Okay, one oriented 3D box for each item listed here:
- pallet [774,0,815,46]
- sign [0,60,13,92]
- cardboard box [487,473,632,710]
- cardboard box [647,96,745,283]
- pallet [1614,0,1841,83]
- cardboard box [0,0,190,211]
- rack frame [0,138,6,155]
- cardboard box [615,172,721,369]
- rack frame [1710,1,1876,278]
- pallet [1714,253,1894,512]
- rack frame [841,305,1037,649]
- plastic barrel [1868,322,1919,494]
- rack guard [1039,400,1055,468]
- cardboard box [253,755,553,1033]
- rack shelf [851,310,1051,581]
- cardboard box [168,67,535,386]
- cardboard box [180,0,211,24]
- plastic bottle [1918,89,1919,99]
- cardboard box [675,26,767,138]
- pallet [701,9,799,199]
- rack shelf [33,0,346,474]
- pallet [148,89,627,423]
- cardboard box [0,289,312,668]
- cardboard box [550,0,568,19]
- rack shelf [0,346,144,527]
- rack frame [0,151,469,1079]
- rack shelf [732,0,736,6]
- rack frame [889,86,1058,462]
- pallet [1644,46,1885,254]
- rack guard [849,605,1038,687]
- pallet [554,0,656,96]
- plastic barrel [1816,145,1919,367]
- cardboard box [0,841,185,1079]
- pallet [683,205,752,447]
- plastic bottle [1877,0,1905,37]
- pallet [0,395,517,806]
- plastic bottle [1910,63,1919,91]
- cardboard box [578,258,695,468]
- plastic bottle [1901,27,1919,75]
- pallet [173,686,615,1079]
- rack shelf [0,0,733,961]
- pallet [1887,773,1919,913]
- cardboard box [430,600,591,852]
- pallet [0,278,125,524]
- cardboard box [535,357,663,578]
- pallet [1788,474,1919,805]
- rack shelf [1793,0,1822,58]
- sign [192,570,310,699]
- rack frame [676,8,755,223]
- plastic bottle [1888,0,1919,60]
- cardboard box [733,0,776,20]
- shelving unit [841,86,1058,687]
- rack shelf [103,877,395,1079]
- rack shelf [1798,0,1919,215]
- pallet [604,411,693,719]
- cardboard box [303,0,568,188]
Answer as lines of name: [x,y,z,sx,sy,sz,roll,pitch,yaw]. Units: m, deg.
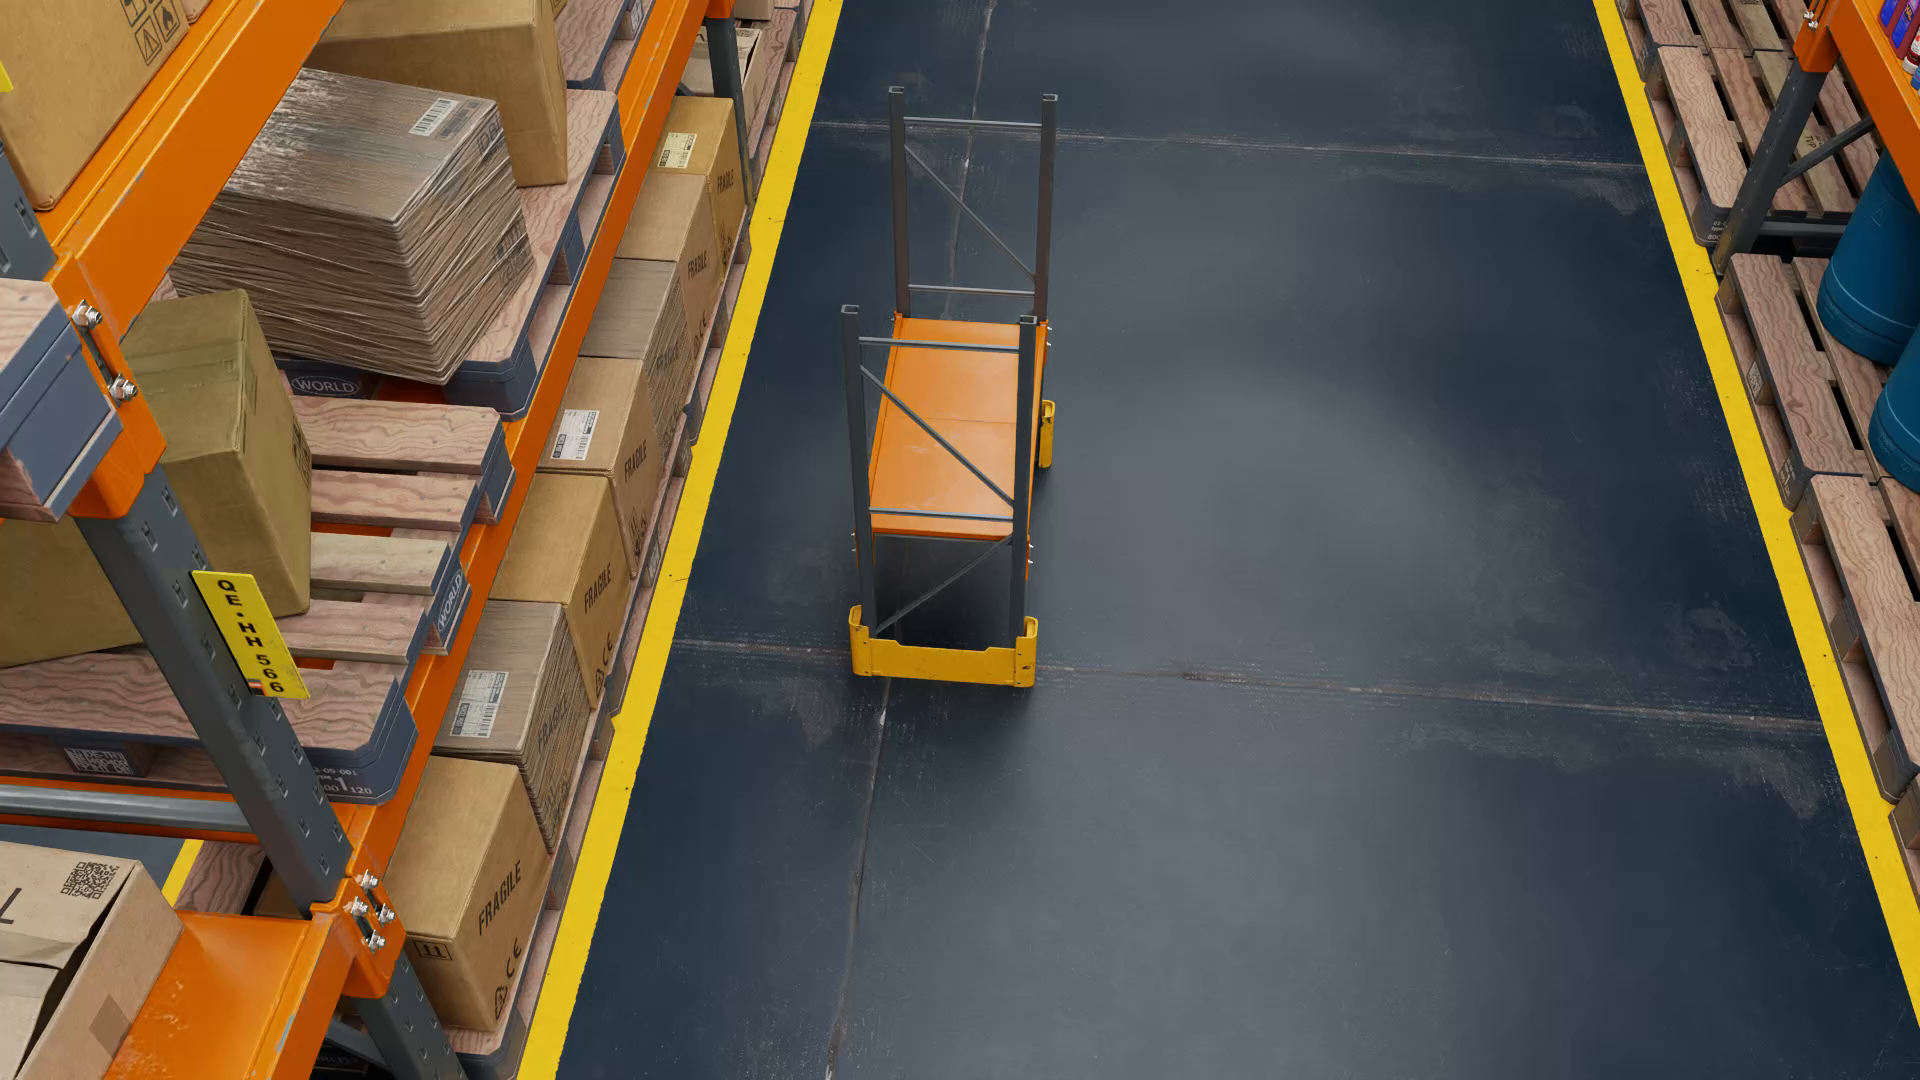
pallet: [-1.199,-2.882,8.243,1.003,0.211,1.213,4,48,4]
sign: [-1.184,-0.651,1.876,0.100,0.325,0.005,4,48,4]
cardboard box: [-1.317,0.146,4.980,0.500,0.500,0.500,3,48,3]
cardboard box: [-1.131,-1.343,6.341,0.500,0.500,0.500,4,48,3]
pallet: [3.698,-2.585,7.971,1.003,0.211,1.213,4,48,4]
cardboard box: [-1.729,-0.850,2.394,0.910,0.500,0.500,4,48,4]
rack frame: [-1.736,-1.505,1.029,1.000,3.000,0.127,4,48,4]
cardboard box: [-1.184,-0.980,6.010,0.500,0.500,0.500,4,48,4]
rack frame: [3.561,-2.084,5.623,1.000,3.000,0.127,4,48,4]
pallet: [3.449,-0.579,6.136,1.003,0.211,1.213,4,48,4]
rack frame: [-0.054,-0.070,4.798,0.500,1.500,0.032,4,48,4]
plastic barrel: [3.430,-0.599,5.402,0.600,0.901,0.708,4,48,4]
rack guard: [0.038,-0.394,5.941,0.587,0.250,0.087,4,48,4]
cardboard box: [-1.410,0.899,4.291,0.500,0.500,0.500,6,48,5]
rack shelf: [-0.008,-0.322,5.272,0.538,0.185,1.000,4,48,4]
cardboard box: [-1.517,-0.786,4.084,0.700,0.500,0.500,12,49,11]
cardboard box: [-1.683,-1.224,2.737,0.910,0.500,0.500,4,48,4]
plastic bottle: [3.106,-1.459,5.136,0.152,0.276,0.135,4,48,4]
cardboard box: [-1.117,-1.955,7.029,0.500,0.311,0.500,4,48,4]
pallet: [-1.308,-1.983,7.421,1.003,0.211,1.213,4,48,4]
rack shelf: [-1.553,-1.720,3.745,1.077,0.370,4.000,4,48,4]
pallet: [-1.563,-0.845,4.620,1.003,0.211,1.213,4,48,4]
cardboard box: [-1.790,-0.127,3.481,0.700,0.500,0.500,-11,48,-10]
cardboard box: [-1.637,-1.753,4.968,0.700,0.500,0.500,11,48,10]
rack shelf: [-1.918,1.219,1.057,1.077,0.370,4.000,4,48,4]
rack frame: [-1.736,0.519,3.242,1.000,3.000,0.127,4,48,4]
rack shelf: [-1.189,-3.647,7.540,1.077,0.370,4.000,4,48,4]
rack frame: [0.039,-0.817,5.481,0.500,1.500,0.032,4,48,4]
pallet: [3.590,-1.686,7.149,1.003,0.211,1.213,4,48,4]
rack guard: [-0.052,0.338,5.272,0.587,0.250,0.087,4,48,4]
pallet: [-1.553,-1.775,5.471,1.003,0.211,1.213,4,48,4]
plastic barrel: [3.495,-1.119,5.878,0.600,0.901,0.708,4,48,4]
cardboard box: [-1.812,0.814,3.033,0.500,0.311,0.500,7,48,6]
pallet: [-1.408,-0.879,6.411,1.003,0.211,1.213,4,48,4]
plastic bottle: [3.103,-1.804,5.446,0.061,0.283,0.133,4,48,4]
pallet: [-1.744,0.081,3.773,1.213,0.211,1.003,4,48,4]
plastic bottle: [3.090,-1.544,5.217,0.097,0.271,0.097,0,48,0]
cardboard box: [-1.230,-0.612,5.673,0.500,0.500,0.500,4,48,4]
plastic bottle: [3.099,-1.592,5.308,0.097,0.201,0.097,0,48,0]
pallet: [-1.630,0.914,4.771,1.003,0.211,1.213,4,48,4]
rack shelf: [-1.553,-0.708,4.852,1.077,0.370,4.000,4,48,4]
pallet: [3.227,1.214,4.496,1.003,0.211,1.213,4,48,4]
cardboard box: [-1.367,0.514,4.643,0.500,0.500,0.500,2,48,2]
pallet: [-1.708,0.075,1.743,1.213,0.211,1.003,6,48,5]
cardboard box: [-1.274,-0.238,5.331,0.500,0.500,0.500,2,48,2]
pallet: [3.341,0.320,5.314,1.003,0.211,1.213,4,48,4]
rack shelf: [3.744,-3.311,7.233,1.077,0.370,4.000,4,48,4]
sign: [-1.183,0.163,2.783,0.100,0.325,0.005,4,48,4]
rack frame: [-1.371,-2.420,5.931,1.000,3.000,0.127,4,48,4]
plastic bottle: [3.091,-1.706,5.357,0.061,0.283,0.133,4,48,4]
cardboard box: [-1.049,-2.542,7.665,0.380,0.166,0.250,4,48,4]
shelving unit: [-0.007,-0.450,5.145,0.587,1.500,1.083,4,48,4]
rack shelf: [-1.918,2.232,2.164,1.077,0.370,4.000,4,48,4]
rack shelf: [3.379,-0.372,4.545,1.077,0.370,4.000,4,48,4]
pallet: [-1.516,0.020,5.588,1.003,0.211,1.213,4,48,4]
cardboard box: [-1.471,-1.293,4.548,0.700,0.500,0.500,-7,48,-6]
